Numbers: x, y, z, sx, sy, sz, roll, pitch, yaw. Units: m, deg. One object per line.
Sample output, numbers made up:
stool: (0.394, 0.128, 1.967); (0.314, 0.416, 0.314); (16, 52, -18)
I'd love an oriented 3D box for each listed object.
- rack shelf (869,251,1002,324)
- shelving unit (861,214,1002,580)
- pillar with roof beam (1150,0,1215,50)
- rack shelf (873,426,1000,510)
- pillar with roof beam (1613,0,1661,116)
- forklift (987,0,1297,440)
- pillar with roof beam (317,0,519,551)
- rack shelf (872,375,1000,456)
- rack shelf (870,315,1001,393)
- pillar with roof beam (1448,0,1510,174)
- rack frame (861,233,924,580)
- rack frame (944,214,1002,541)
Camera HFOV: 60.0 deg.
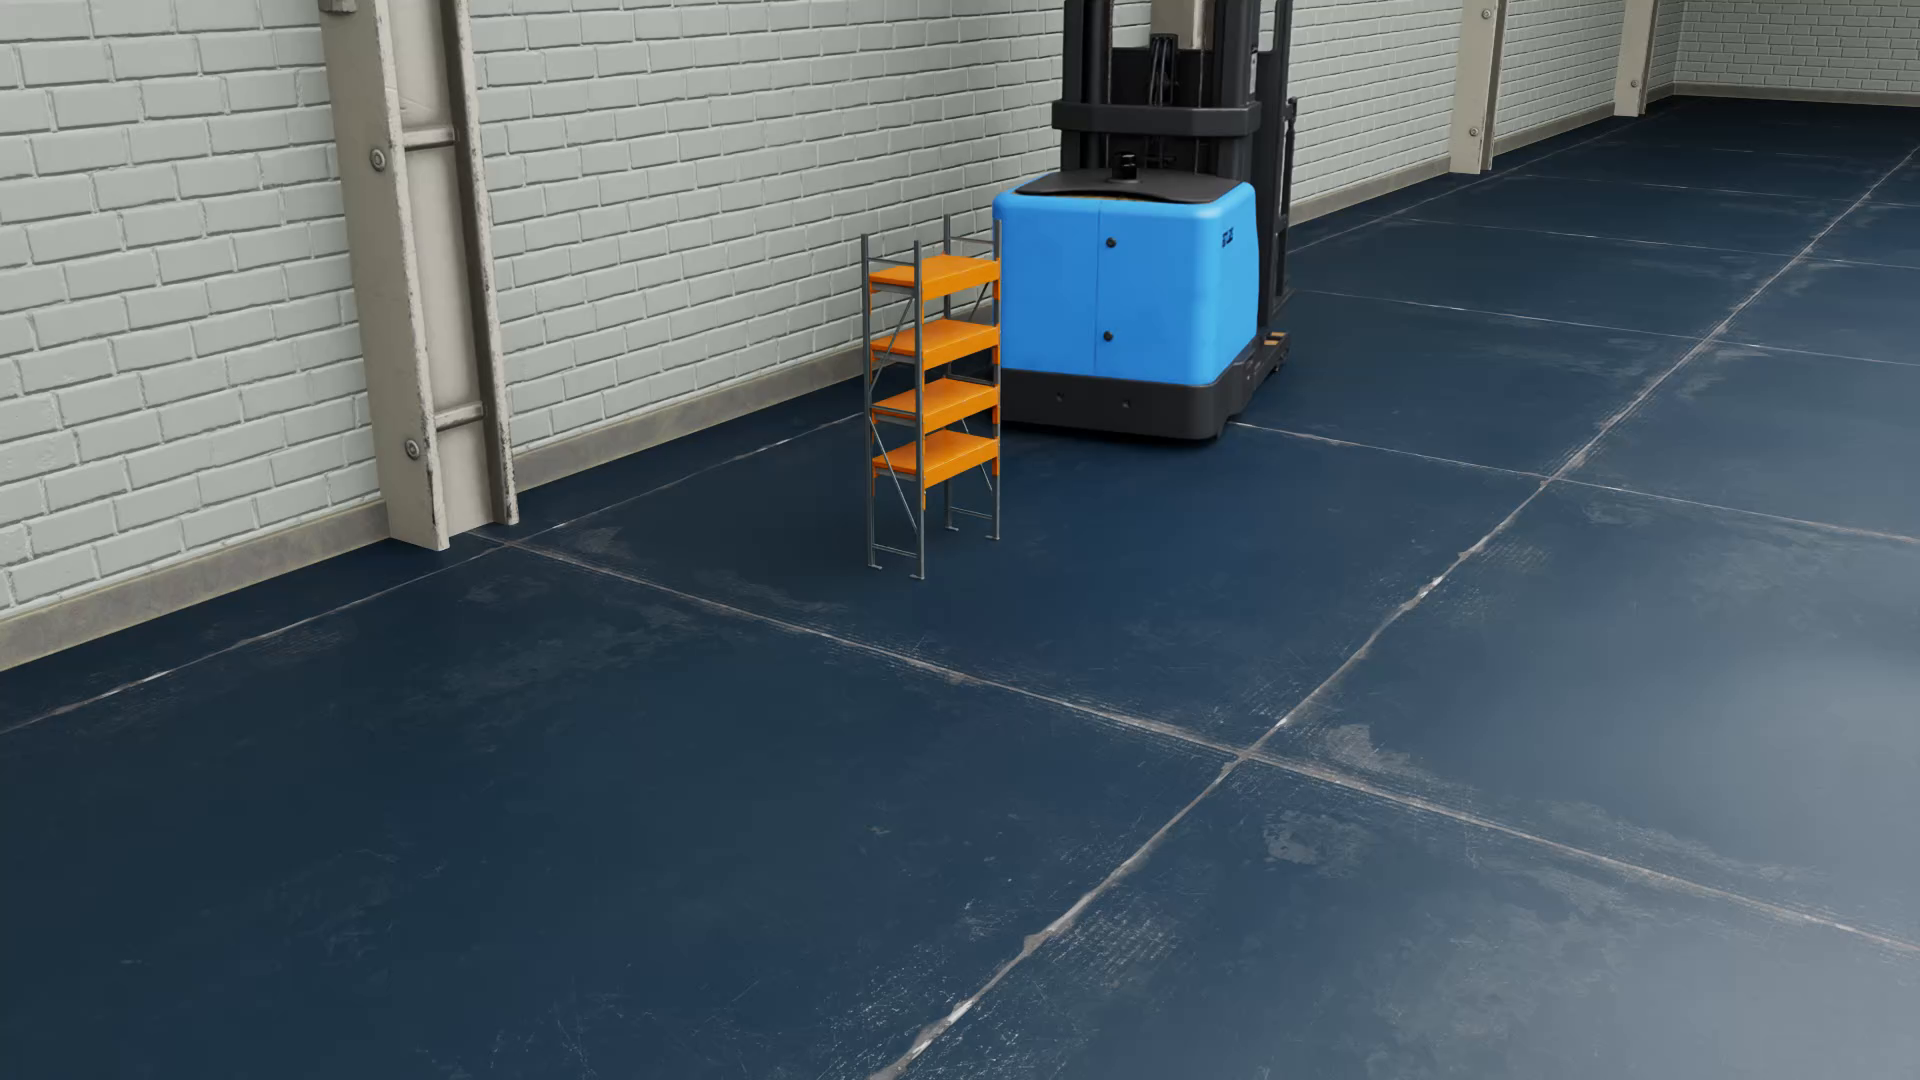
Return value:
rack shelf: (-0.093, -0.884, 5.792); (0.258, 0.148, 0.480); (13, 24, 32)
shelving unit: (-0.093, -0.515, 5.928); (0.258, 1.200, 0.503); (13, 24, 32)
pillar with roof beam: (4.987, -5.148, 7.210); (9.100, 9.000, 0.400); (13, 24, 32)
rack shelf: (-0.093, -0.266, 6.021); (0.258, 0.148, 0.480); (13, 24, 32)
pillar with roof beam: (11.733, -8.591, 16.518); (9.100, 9.000, 0.400); (13, 24, 32)
forklift: (1.114, -2.289, 8.228); (1.130, 2.935, 3.031); (7, 22, 19)
pillar with roof beam: (1.614, -3.426, 2.556); (9.100, 9.000, 0.400); (13, 24, 32)
rack shelf: (-0.093, -0.452, 5.952); (0.258, 0.148, 0.480); (13, 24, 32)
rack shelf: (-0.093, -0.662, 5.874); (0.258, 0.148, 0.480); (13, 24, 32)
pillar with roof beam: (8.360, -6.869, 11.864); (9.100, 9.000, 0.400); (13, 24, 32)
rack frame: (-0.230, -0.445, 5.739); (0.240, 1.200, 0.015); (13, 24, 32)
rack frame: (0.044, -0.585, 6.118); (0.240, 1.200, 0.015); (13, 24, 32)
